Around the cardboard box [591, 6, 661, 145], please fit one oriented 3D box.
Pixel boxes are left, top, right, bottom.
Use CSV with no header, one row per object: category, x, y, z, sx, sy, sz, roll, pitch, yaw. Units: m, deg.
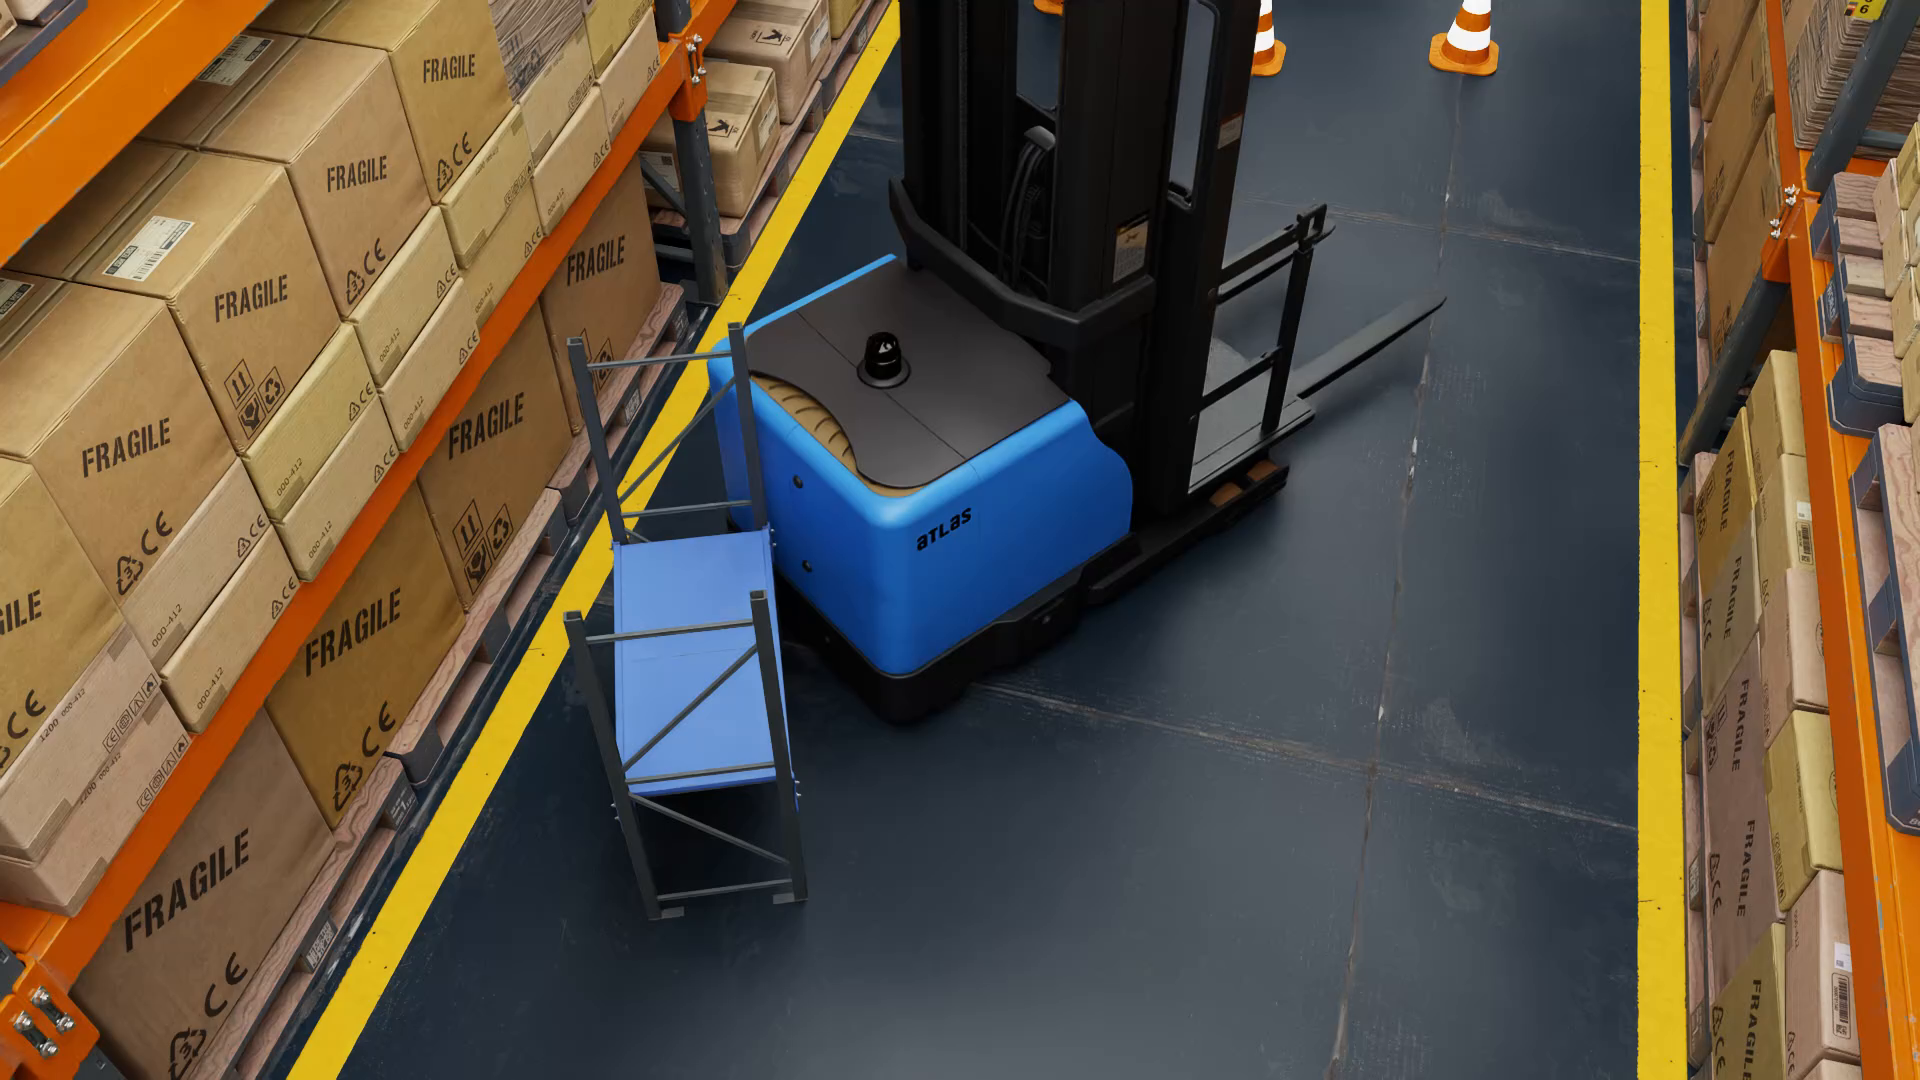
cardboard box,-1.380,-1.660,5.815,0.500,0.250,0.500,10,49,9

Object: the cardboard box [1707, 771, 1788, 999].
cardboard box,2.478,1.032,4.726,0.500,0.500,0.500,11,49,9

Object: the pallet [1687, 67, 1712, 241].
pallet,3.908,-1.736,7.641,1.003,0.211,1.213,12,50,10

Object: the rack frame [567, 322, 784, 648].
rack frame,-0.875,-0.097,5.335,0.500,1.500,0.032,-6,49,-6

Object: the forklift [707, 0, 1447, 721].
forklift,0.624,-1.302,5.444,3.031,2.935,1.130,-32,56,-25

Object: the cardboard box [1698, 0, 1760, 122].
cardboard box,4.023,-2.347,7.541,1.050,0.750,0.750,12,50,10

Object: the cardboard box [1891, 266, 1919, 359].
cardboard box,2.851,-0.606,4.672,0.380,0.149,0.250,14,50,12

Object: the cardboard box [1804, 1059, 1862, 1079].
cardboard box,2.204,1.521,3.794,0.500,0.250,0.500,10,49,9

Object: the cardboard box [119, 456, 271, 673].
cardboard box,-2.052,0.005,4.011,0.500,0.250,0.500,12,50,11

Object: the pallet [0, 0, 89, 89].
pallet,-2.357,-0.836,3.114,0.805,0.209,1.217,10,49,9

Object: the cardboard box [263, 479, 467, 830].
cardboard box,-2.234,0.211,5.200,0.875,0.875,0.875,13,50,11

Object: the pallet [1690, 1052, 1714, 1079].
pallet,2.455,2.029,4.318,1.003,0.211,1.213,12,50,10

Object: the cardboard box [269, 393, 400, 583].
cardboard box,-1.895,-0.192,4.519,0.500,0.250,0.500,11,50,10

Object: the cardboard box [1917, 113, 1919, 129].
cardboard box,2.995,-1.177,4.779,0.380,0.149,0.250,12,50,10

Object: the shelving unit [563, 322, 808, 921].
shelving unit,-0.801,0.280,5.003,0.538,1.500,1.048,-6,49,-6

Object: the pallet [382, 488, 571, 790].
pallet,-2.101,0.231,5.906,1.003,0.211,1.213,12,50,10

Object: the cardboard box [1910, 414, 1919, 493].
cardboard box,2.714,-0.217,4.329,0.380,0.149,0.250,13,50,11

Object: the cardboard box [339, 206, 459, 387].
cardboard box,-1.763,-0.721,4.652,0.500,0.250,0.500,10,49,9

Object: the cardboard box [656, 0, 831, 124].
cardboard box,-1.153,-2.338,7.786,0.950,0.372,0.625,11,49,9

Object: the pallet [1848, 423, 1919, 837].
pallet,2.823,0.280,4.130,1.003,0.211,1.213,12,50,10

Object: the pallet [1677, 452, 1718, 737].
pallet,3.098,0.264,5.876,1.003,0.211,1.213,12,50,10

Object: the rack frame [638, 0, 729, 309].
rack frame,-1.497,-2.127,6.127,1.000,3.000,0.127,12,50,10

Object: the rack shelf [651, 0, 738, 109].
rack shelf,-0.971,-3.336,7.673,1.077,0.370,4.000,12,50,10

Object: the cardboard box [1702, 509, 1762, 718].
cardboard box,2.743,0.291,5.380,0.500,0.500,0.500,12,50,10

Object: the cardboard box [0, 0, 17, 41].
cardboard box,-2.039,-0.979,2.766,0.500,0.500,0.500,11,49,9

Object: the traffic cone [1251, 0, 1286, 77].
traffic cone,1.468,-2.601,8.237,0.336,0.463,0.334,12,50,10

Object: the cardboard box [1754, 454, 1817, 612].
cardboard box,2.756,0.035,5.106,0.500,0.250,0.500,11,49,10

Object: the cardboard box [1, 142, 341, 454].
cardboard box,-1.915,-0.595,4.041,0.500,0.500,0.500,10,49,9

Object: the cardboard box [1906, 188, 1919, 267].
cardboard box,2.914,-0.871,4.707,0.380,0.149,0.250,14,50,12

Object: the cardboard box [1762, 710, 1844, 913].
cardboard box,2.478,0.767,4.459,0.500,0.250,0.500,10,49,8

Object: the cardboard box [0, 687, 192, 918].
cardboard box,-2.180,0.550,3.864,0.500,0.250,0.500,11,49,9

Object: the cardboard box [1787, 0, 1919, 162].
cardboard box,3.164,-1.635,5.626,0.500,0.500,0.500,12,50,10

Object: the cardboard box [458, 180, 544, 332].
cardboard box,-1.647,-0.927,5.167,0.500,0.250,0.500,11,50,10

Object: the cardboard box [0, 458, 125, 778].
cardboard box,-2.157,0.141,3.391,0.500,0.500,0.500,12,50,10

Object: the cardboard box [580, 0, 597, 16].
cardboard box,-1.381,-2.065,5.339,0.500,0.500,0.500,10,49,9

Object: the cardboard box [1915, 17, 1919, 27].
cardboard box,3.432,-1.910,5.201,0.700,0.500,0.500,11,50,10

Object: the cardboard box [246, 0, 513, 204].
cardboard box,-1.645,-1.335,4.694,0.500,0.500,0.500,12,50,10

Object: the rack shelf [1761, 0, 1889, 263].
rack shelf,3.831,-2.432,6.875,1.077,0.370,4.000,12,50,10

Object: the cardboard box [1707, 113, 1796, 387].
cardboard box,3.552,-1.040,6.388,1.050,0.750,0.750,11,49,10

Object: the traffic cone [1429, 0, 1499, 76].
traffic cone,2.548,-2.605,8.241,0.336,0.463,0.334,12,50,10

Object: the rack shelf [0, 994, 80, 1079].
rack shelf,-3.077,2.451,2.566,1.077,0.370,4.000,12,50,10

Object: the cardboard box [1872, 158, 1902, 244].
cardboard box,2.992,-0.995,5.015,0.380,0.149,0.250,11,49,10

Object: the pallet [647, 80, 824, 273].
pallet,-1.290,-1.769,7.671,1.003,0.211,1.213,12,50,10

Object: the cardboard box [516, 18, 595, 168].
cardboard box,-1.511,-1.471,5.314,0.500,0.250,0.500,10,49,9

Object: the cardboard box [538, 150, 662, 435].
cardboard box,-1.759,-1.080,6.339,0.875,0.875,0.875,11,50,10
